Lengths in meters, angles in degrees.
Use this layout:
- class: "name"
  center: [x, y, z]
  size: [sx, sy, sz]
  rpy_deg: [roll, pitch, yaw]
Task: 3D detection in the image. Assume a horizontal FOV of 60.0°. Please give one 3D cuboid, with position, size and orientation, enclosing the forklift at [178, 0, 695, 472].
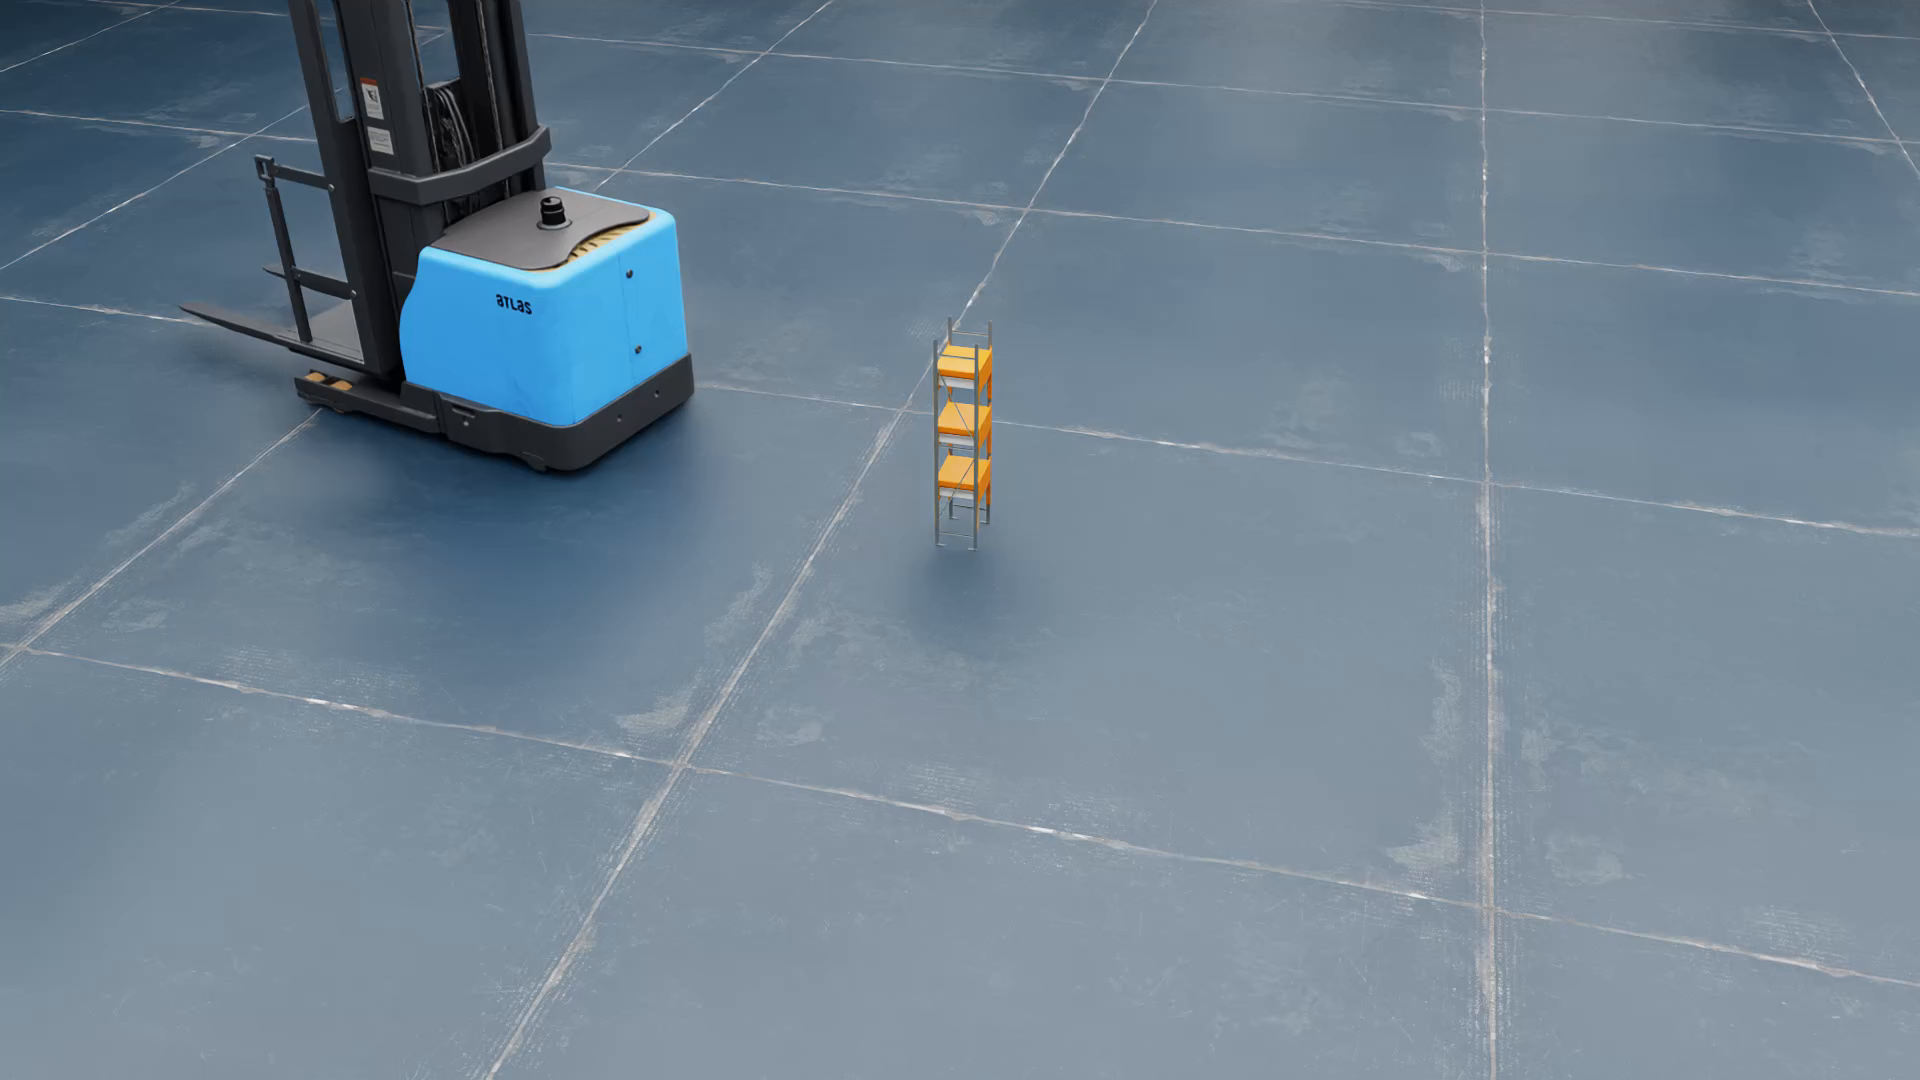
- class: "forklift"
  center: [-2.953, -2.138, 8.382]
  size: [3.031, 2.935, 1.130]
  rpy_deg: [17, 36, 24]

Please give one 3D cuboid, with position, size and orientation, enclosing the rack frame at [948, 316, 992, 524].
- class: "rack frame"
  center: [0.045, -0.534, 7.612]
  size: [0.200, 1.050, 0.008]
  rpy_deg: [8, 33, 12]

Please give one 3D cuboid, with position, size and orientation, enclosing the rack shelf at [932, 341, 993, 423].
- class: "rack shelf"
  center: [0.014, -0.701, 7.365]
  size: [0.215, 0.259, 0.240]
  rpy_deg: [8, 33, 12]

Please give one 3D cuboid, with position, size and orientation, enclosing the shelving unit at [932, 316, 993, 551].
- class: "shelving unit"
  center: [0.014, -0.471, 7.512]
  size: [0.215, 1.050, 0.252]
  rpy_deg: [8, 33, 12]

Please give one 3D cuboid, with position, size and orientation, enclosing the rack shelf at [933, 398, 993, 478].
- class: "rack shelf"
  center: [0.014, -0.462, 7.518]
  size: [0.215, 0.259, 0.240]
  rpy_deg: [8, 33, 12]

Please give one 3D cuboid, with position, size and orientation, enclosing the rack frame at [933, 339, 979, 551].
- class: "rack frame"
  center: [-0.017, -0.408, 7.412]
  size: [0.200, 1.050, 0.008]
  rpy_deg: [8, 33, 12]

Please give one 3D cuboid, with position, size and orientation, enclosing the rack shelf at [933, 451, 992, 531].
- class: "rack shelf"
  center: [0.014, -0.227, 7.667]
  size: [0.215, 0.259, 0.240]
  rpy_deg: [8, 33, 12]
